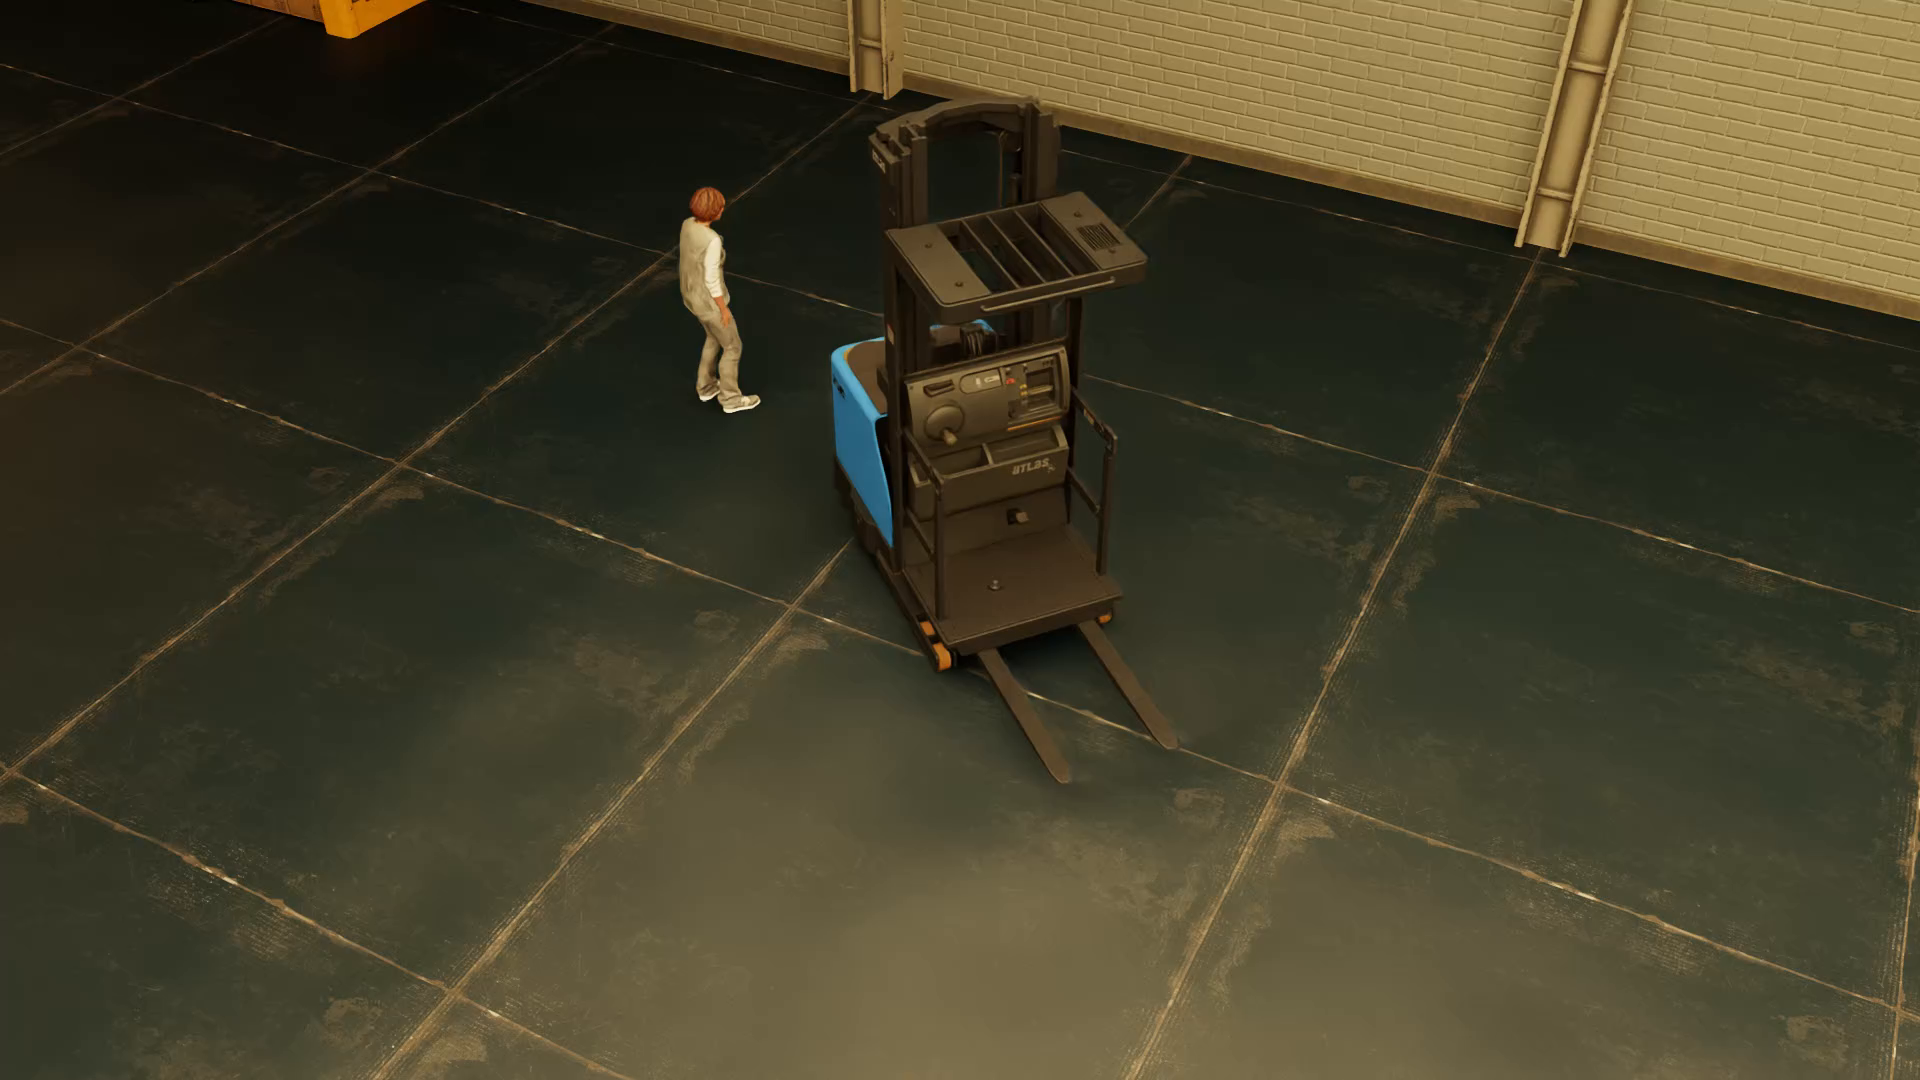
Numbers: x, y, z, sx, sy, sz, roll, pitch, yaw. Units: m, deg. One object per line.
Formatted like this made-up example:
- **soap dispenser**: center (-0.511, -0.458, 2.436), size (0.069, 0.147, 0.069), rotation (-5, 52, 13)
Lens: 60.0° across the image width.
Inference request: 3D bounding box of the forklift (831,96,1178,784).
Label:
- **forklift**: center (0.243, -0.695, 8.811), size (1.130, 2.935, 3.031), rotation (-15, 42, -17)

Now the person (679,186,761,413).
- **person**: center (-1.615, -1.580, 10.909), size (0.388, 1.587, 0.473), rotation (-20, 44, -22)
